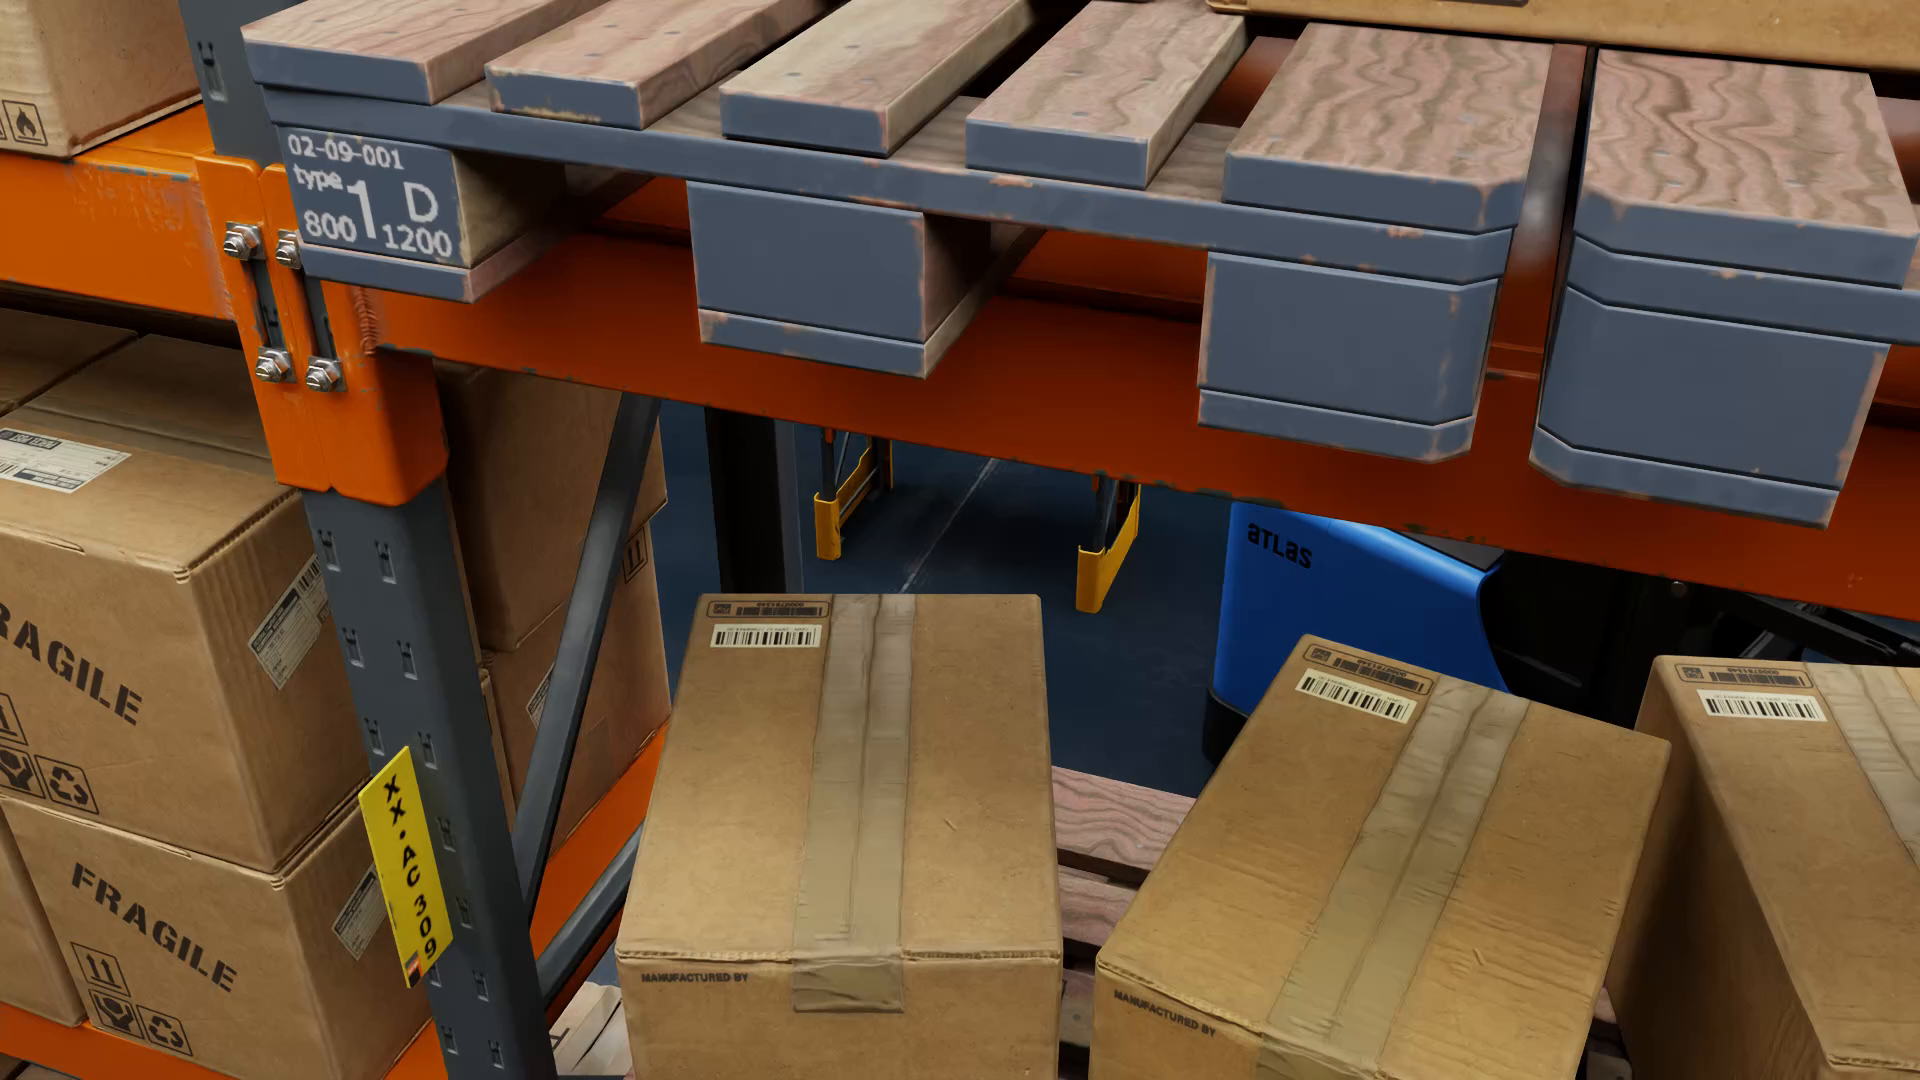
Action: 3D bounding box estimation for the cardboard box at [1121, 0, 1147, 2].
[{"bbox_3d":[-0.055,-0.899,1.539,0.600,0.600,0.600,8,34,12],"label":"cardboard box"}]

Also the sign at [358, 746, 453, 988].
[{"bbox_3d":[-0.680,0.407,2.056,0.005,0.325,0.100,11,34,16],"label":"sign"}]

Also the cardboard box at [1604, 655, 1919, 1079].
[{"bbox_3d":[1.180,0.566,2.129,0.500,0.500,0.700,3,33,4],"label":"cardboard box"}]

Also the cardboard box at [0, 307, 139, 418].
[{"bbox_3d":[-1.551,-0.023,2.506,0.500,0.500,0.500,10,34,16],"label":"cardboard box"}]

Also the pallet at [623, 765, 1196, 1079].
[{"bbox_3d":[0.211,0.775,2.461,1.213,0.211,1.003,11,34,16],"label":"pallet"}]

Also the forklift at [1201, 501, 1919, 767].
[{"bbox_3d":[2.138,-0.144,3.771,1.130,2.935,3.031,-28,42,-36],"label":"forklift"}]

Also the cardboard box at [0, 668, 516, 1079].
[{"bbox_3d":[-1.061,0.490,2.634,0.500,0.500,0.500,12,35,17],"label":"cardboard box"}]

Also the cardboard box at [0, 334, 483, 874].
[{"bbox_3d":[-1.068,0.070,2.362,0.500,0.500,0.500,11,34,17],"label":"cardboard box"}]

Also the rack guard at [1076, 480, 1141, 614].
[{"bbox_3d":[0.541,0.000,6.019,0.087,0.250,0.587,11,34,16],"label":"rack guard"}]

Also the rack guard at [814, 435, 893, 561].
[{"bbox_3d":[-0.397,-0.182,6.302,0.087,0.250,0.587,11,34,16],"label":"rack guard"}]

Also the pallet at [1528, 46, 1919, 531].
[{"bbox_3d":[1.063,-0.346,1.428,1.003,0.211,1.213,11,34,16],"label":"pallet"}]

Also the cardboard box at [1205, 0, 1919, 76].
[{"bbox_3d":[0.582,-0.788,1.368,0.600,0.600,0.600,11,34,16],"label":"cardboard box"}]

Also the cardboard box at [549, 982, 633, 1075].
[{"bbox_3d":[-0.826,1.250,3.622,0.500,0.311,0.500,11,34,16],"label":"cardboard box"}]

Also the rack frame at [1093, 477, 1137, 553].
[{"bbox_3d":[0.559,-0.521,5.675,0.032,1.500,0.500,11,34,16],"label":"rack frame"}]

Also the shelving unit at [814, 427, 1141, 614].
[{"bbox_3d":[0.072,-0.616,5.822,1.083,1.500,0.587,11,34,16],"label":"shelving unit"}]

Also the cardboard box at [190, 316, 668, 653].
[{"bbox_3d":[-0.853,-0.200,2.780,0.500,0.500,0.500,12,35,18],"label":"cardboard box"}]

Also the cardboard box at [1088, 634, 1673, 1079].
[{"bbox_3d":[0.535,0.568,2.125,0.500,0.500,0.700,17,36,24],"label":"cardboard box"}]

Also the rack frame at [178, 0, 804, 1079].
[{"bbox_3d":[-0.505,0.494,2.720,0.053,2.616,0.949,11,34,16],"label":"rack frame"}]

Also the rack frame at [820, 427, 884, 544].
[{"bbox_3d":[-0.398,-0.707,5.963,0.032,1.500,0.500,11,34,16],"label":"rack frame"}]

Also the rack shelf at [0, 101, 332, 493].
[{"bbox_3d":[-2.387,-0.832,2.671,4.000,0.370,1.077,11,34,16],"label":"rack shelf"}]

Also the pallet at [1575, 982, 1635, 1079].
[{"bbox_3d":[1.429,0.951,2.188,1.213,0.211,1.003,11,34,16],"label":"pallet"}]

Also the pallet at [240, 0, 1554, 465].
[{"bbox_3d":[0.086,-0.534,1.719,1.003,0.211,1.213,11,34,16],"label":"pallet"}]

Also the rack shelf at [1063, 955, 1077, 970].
[{"bbox_3d":[1.379,1.160,2.350,4.000,0.370,1.077,11,34,16],"label":"rack shelf"}]

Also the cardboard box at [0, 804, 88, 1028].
[{"bbox_3d":[-1.547,0.396,2.779,0.500,0.500,0.500,12,35,18],"label":"cardboard box"}]

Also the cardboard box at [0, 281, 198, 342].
[{"bbox_3d":[-1.339,-0.294,2.926,0.500,0.500,0.500,10,34,15],"label":"cardboard box"}]

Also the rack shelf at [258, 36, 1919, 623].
[{"bbox_3d":[1.379,-0.100,1.537,4.000,0.370,1.077,11,34,16],"label":"rack shelf"}]

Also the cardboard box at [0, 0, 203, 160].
[{"bbox_3d":[-1.052,-0.658,1.877,0.500,0.250,0.500,11,34,16],"label":"cardboard box"}]

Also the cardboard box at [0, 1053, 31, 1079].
[{"bbox_3d":[-2.275,1.015,3.808,0.637,0.503,0.797,11,34,16],"label":"cardboard box"}]

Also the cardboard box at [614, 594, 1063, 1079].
[{"bbox_3d":[-0.134,0.475,2.270,0.500,0.500,0.700,0,33,0],"label":"cardboard box"}]

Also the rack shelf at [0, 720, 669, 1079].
[{"bbox_3d":[-2.387,0.428,3.484,4.000,0.370,1.077,11,34,16],"label":"rack shelf"}]

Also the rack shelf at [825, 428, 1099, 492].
[{"bbox_3d":[0.080,-0.463,5.917,1.000,0.185,0.538,11,34,16],"label":"rack shelf"}]

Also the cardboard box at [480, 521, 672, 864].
[{"bbox_3d":[-0.892,0.218,3.055,0.500,0.500,0.500,12,35,18],"label":"cardboard box"}]

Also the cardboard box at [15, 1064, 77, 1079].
[{"bbox_3d":[-1.842,1.340,3.482,0.500,0.311,0.500,11,34,16],"label":"cardboard box"}]
